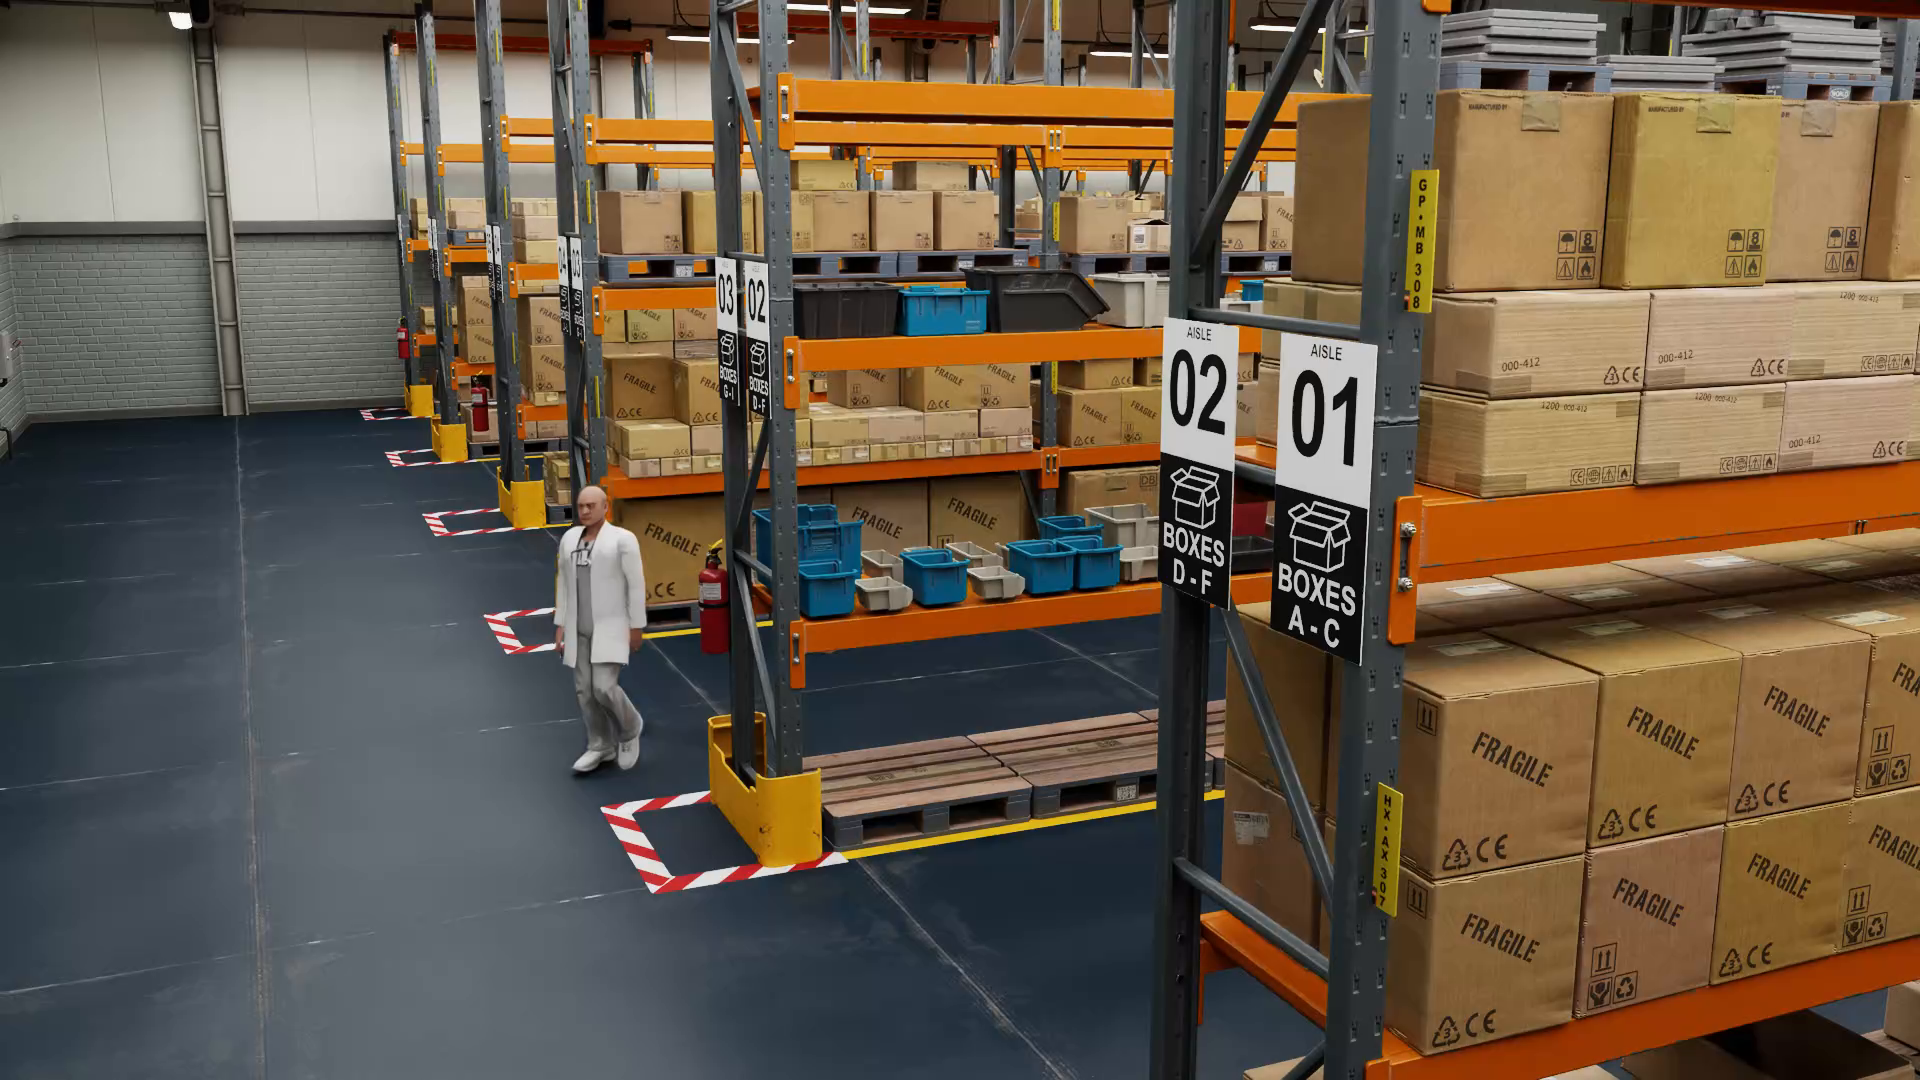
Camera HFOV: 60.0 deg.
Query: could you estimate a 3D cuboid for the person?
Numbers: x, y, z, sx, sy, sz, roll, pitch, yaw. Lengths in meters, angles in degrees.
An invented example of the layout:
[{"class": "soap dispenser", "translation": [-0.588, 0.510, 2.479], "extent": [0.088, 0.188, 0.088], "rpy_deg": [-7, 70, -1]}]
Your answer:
[{"class": "person", "translation": [-2.238, 0.557, 10.275], "extent": [0.584, 1.792, 0.507], "rpy_deg": [5, 13, 21]}]
